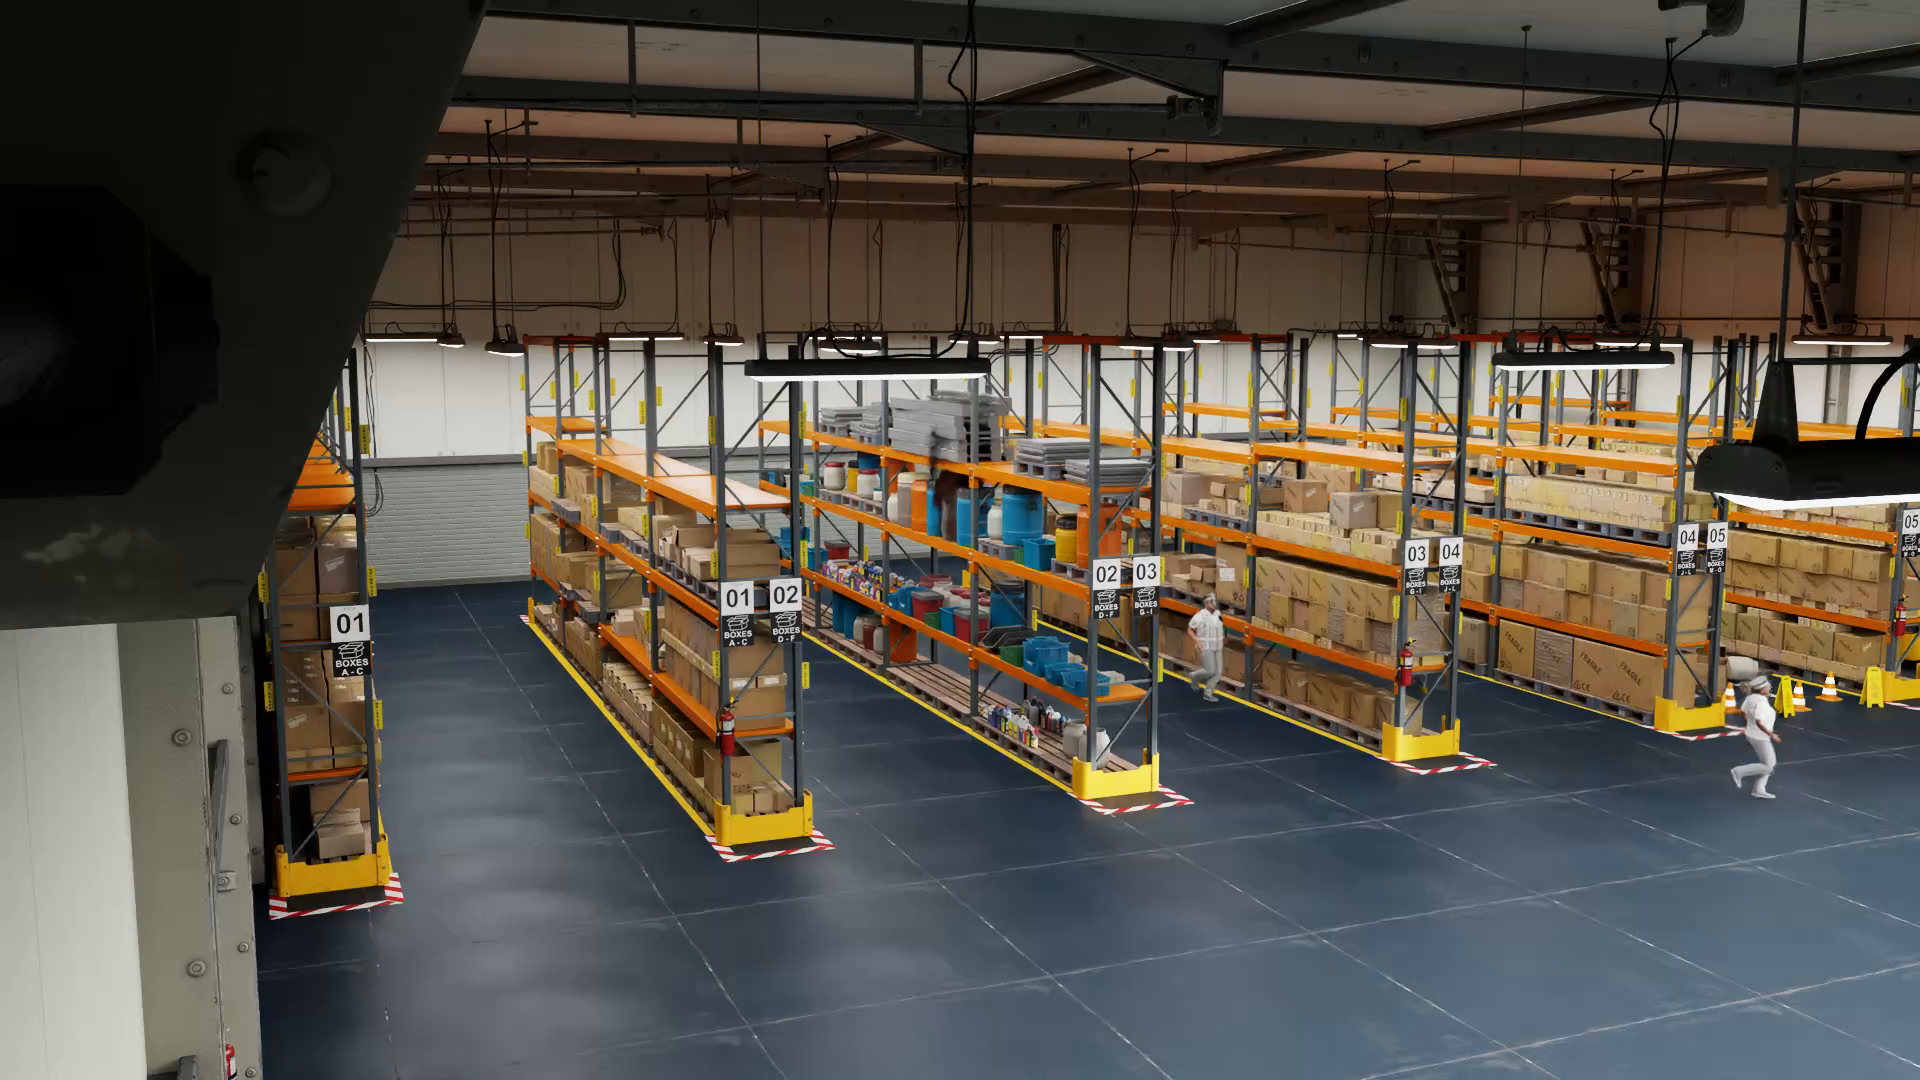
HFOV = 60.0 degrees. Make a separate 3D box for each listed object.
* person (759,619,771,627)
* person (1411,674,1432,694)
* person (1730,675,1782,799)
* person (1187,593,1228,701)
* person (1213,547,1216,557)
[{"bbox_3d":[-3.391,1.623,29.261,0.557,1.711,0.664,-4,9,-27],"label":"person"},{"bbox_3d":[7.835,1.719,28.340,0.693,1.744,0.669,-4,9,-29],"label":"person"},{"bbox_3d":[10.510,2.603,21.997,0.617,1.665,0.586,1,8,6],"label":"person"},{"bbox_3d":[3.946,1.686,26.303,0.664,1.731,0.601,-5,9,-31],"label":"person"},{"bbox_3d":[6.529,0.042,41.322,0.667,1.692,0.645,-6,10,-39],"label":"person"}]
